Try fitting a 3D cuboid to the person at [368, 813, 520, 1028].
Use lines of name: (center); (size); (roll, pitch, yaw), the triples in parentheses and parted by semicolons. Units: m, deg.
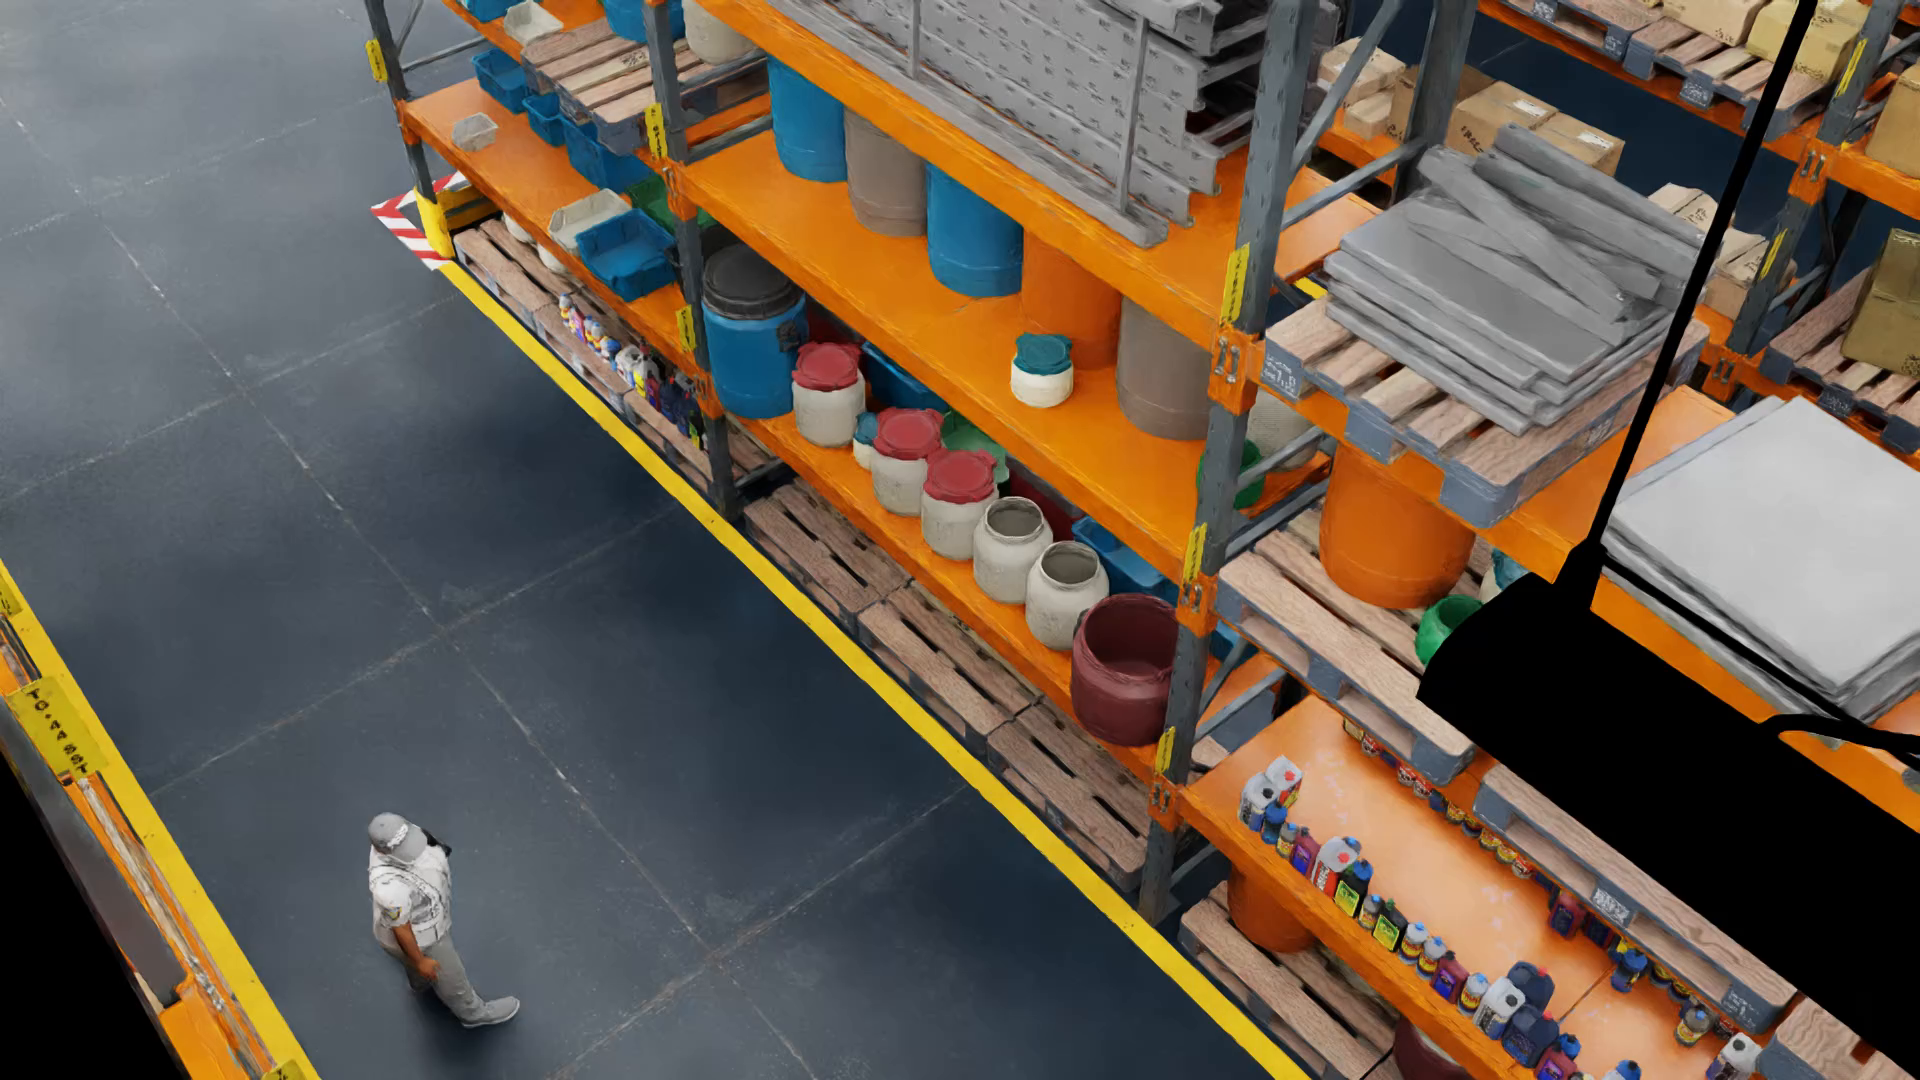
person: (-2.585, 1.823, 8.094); (0.556, 1.659, 0.597); (-10, 47, -9)
